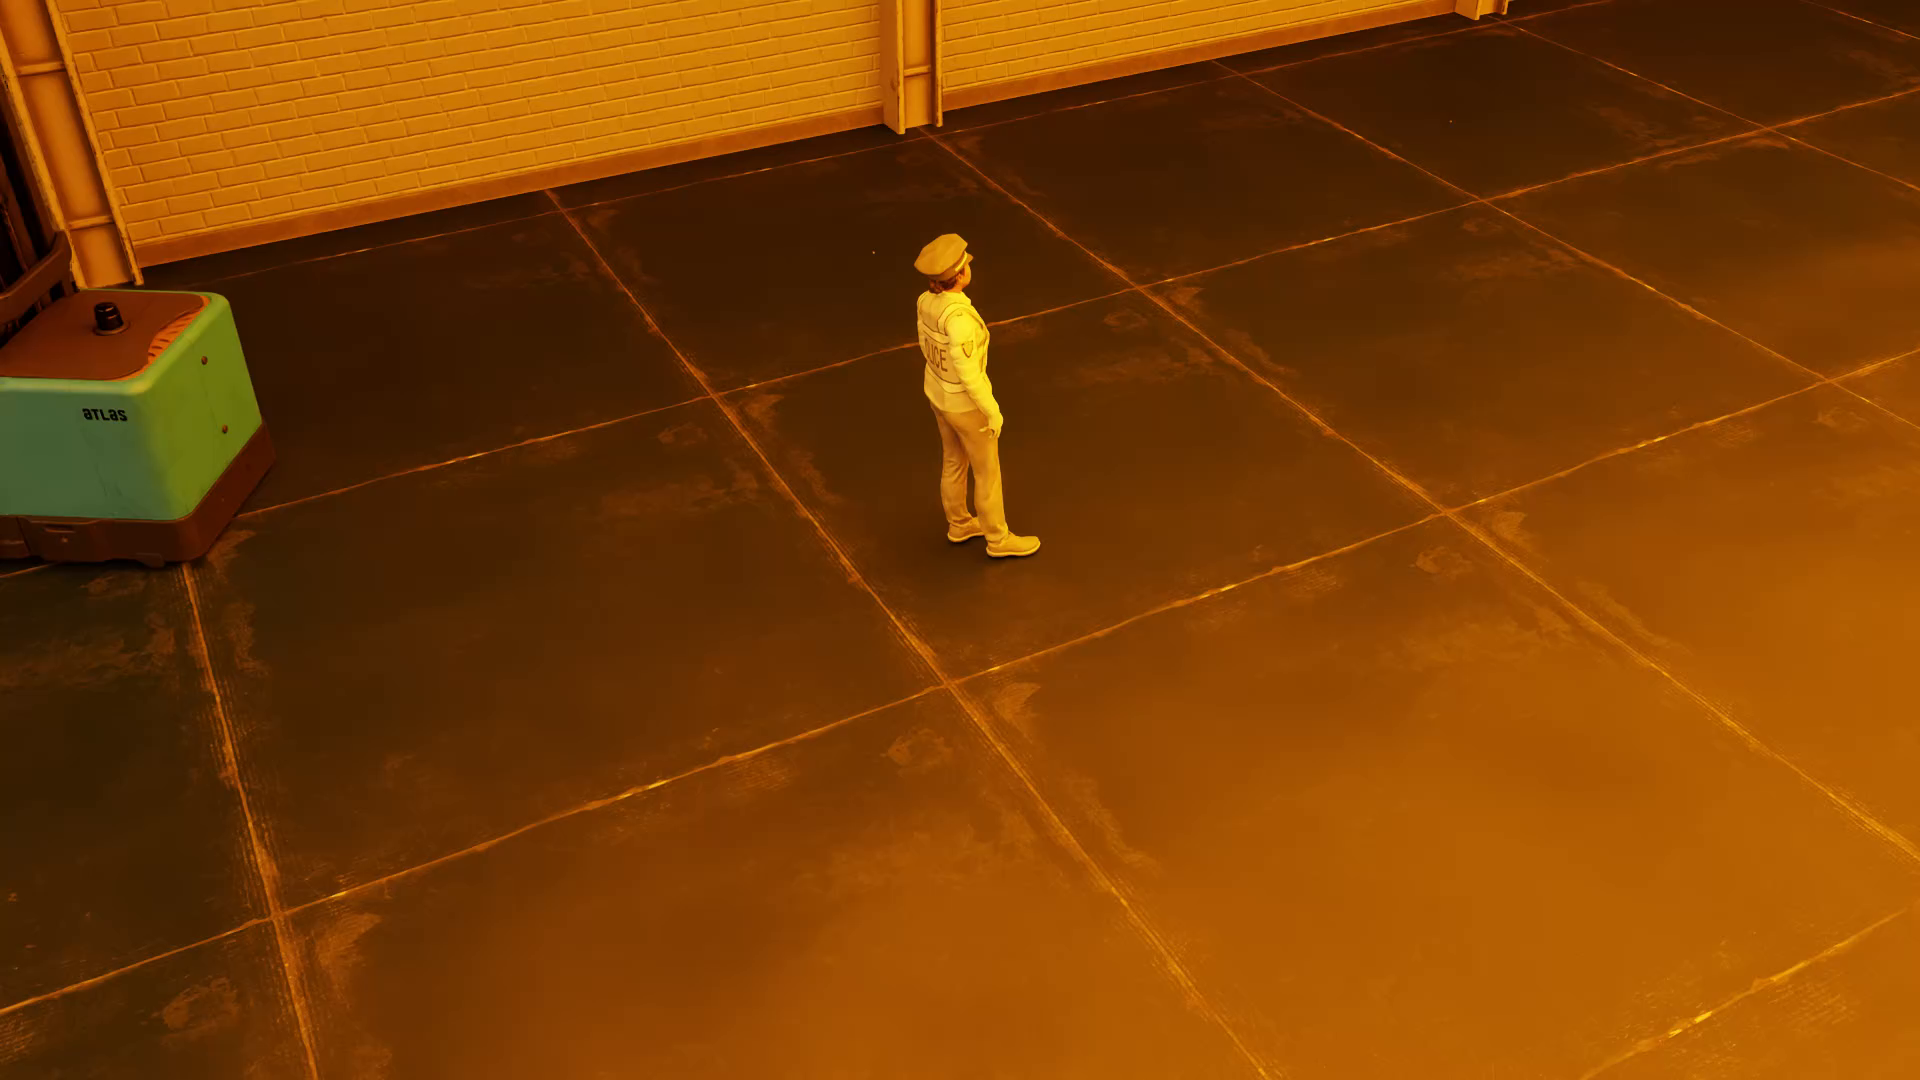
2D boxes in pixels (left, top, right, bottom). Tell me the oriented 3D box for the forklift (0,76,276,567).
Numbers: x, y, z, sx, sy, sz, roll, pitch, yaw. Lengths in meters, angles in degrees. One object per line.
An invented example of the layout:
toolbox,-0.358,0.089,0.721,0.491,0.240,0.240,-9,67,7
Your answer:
forklift,-5.312,-1.389,8.087,3.031,2.935,1.130,2,35,3

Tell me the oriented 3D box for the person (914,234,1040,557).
person,0.064,-0.713,8.190,0.530,1.694,0.586,-17,39,-23
